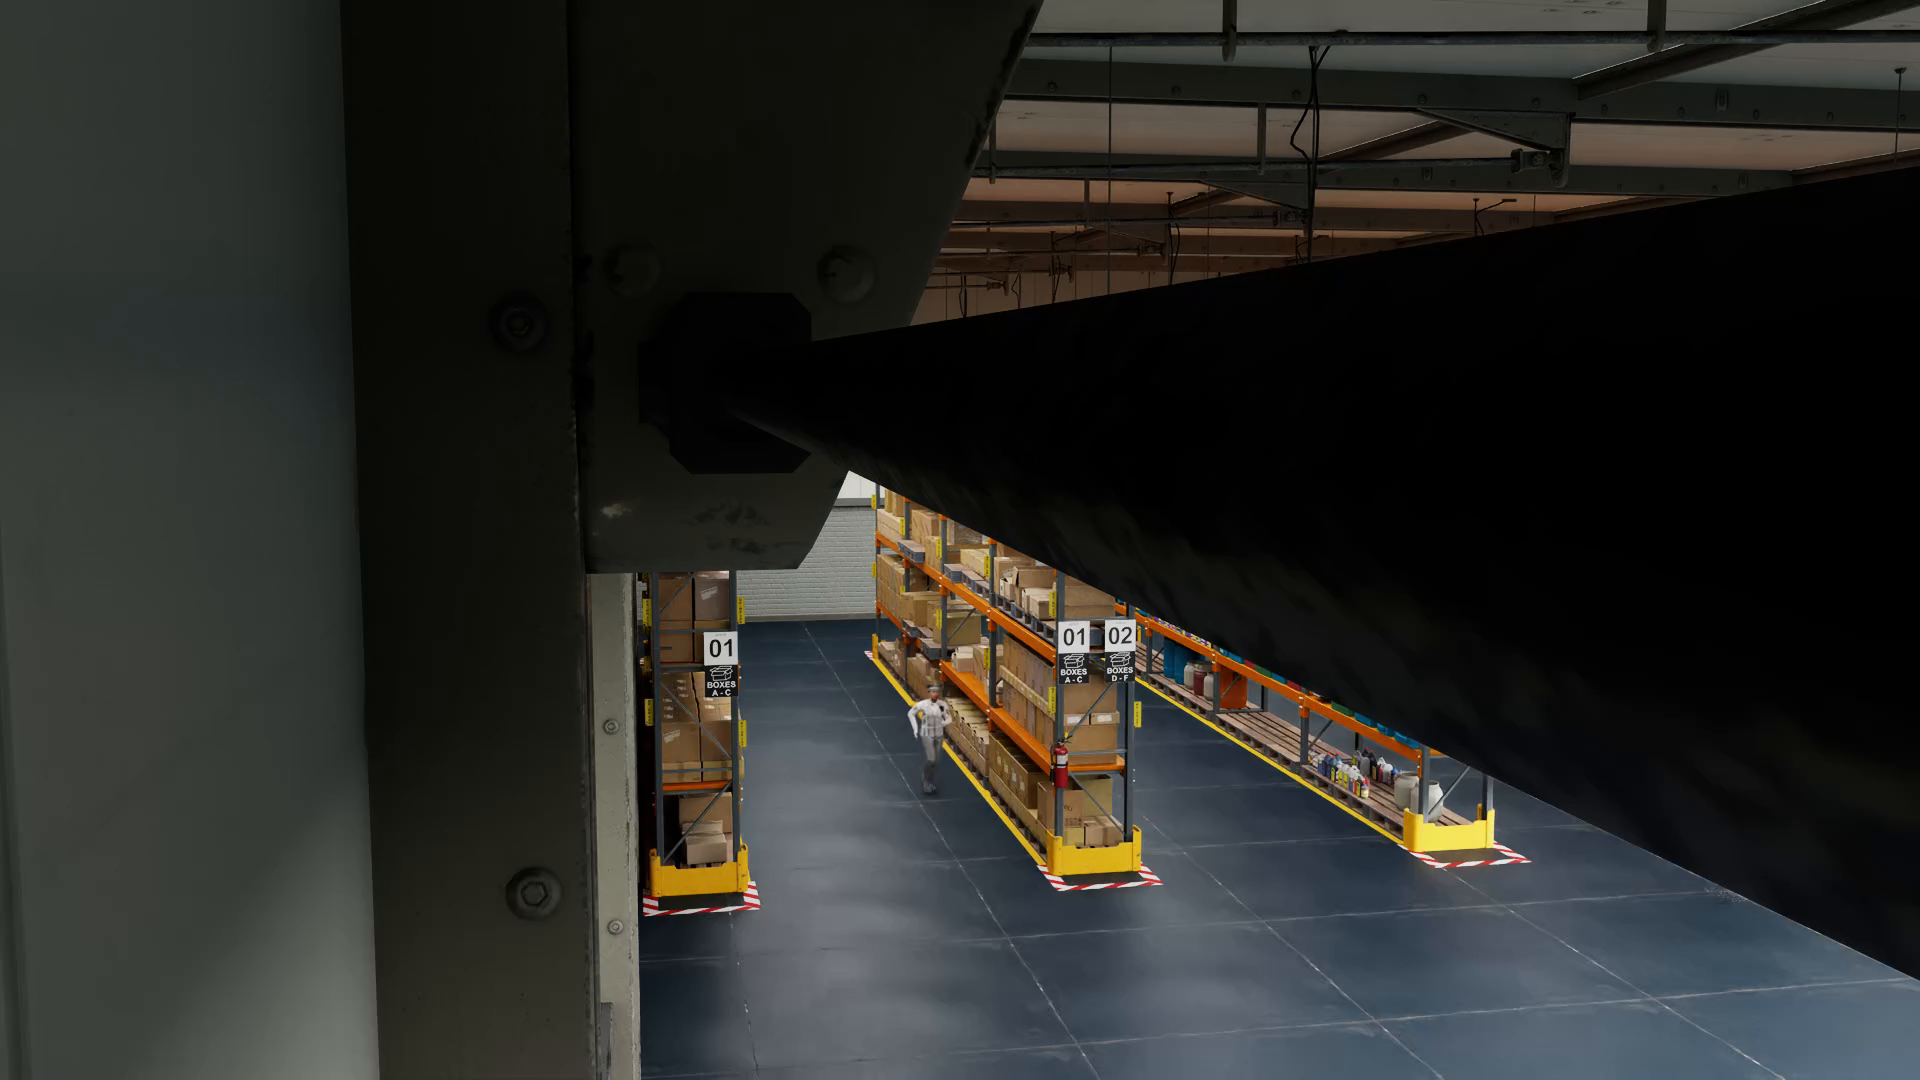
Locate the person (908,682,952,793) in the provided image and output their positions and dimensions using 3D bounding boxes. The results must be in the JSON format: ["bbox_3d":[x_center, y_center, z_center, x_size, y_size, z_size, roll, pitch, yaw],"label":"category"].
[{"bbox_3d":[-0.402,2.942,24.803,0.598,1.669,0.608,-2,6,-21],"label":"person"}]
